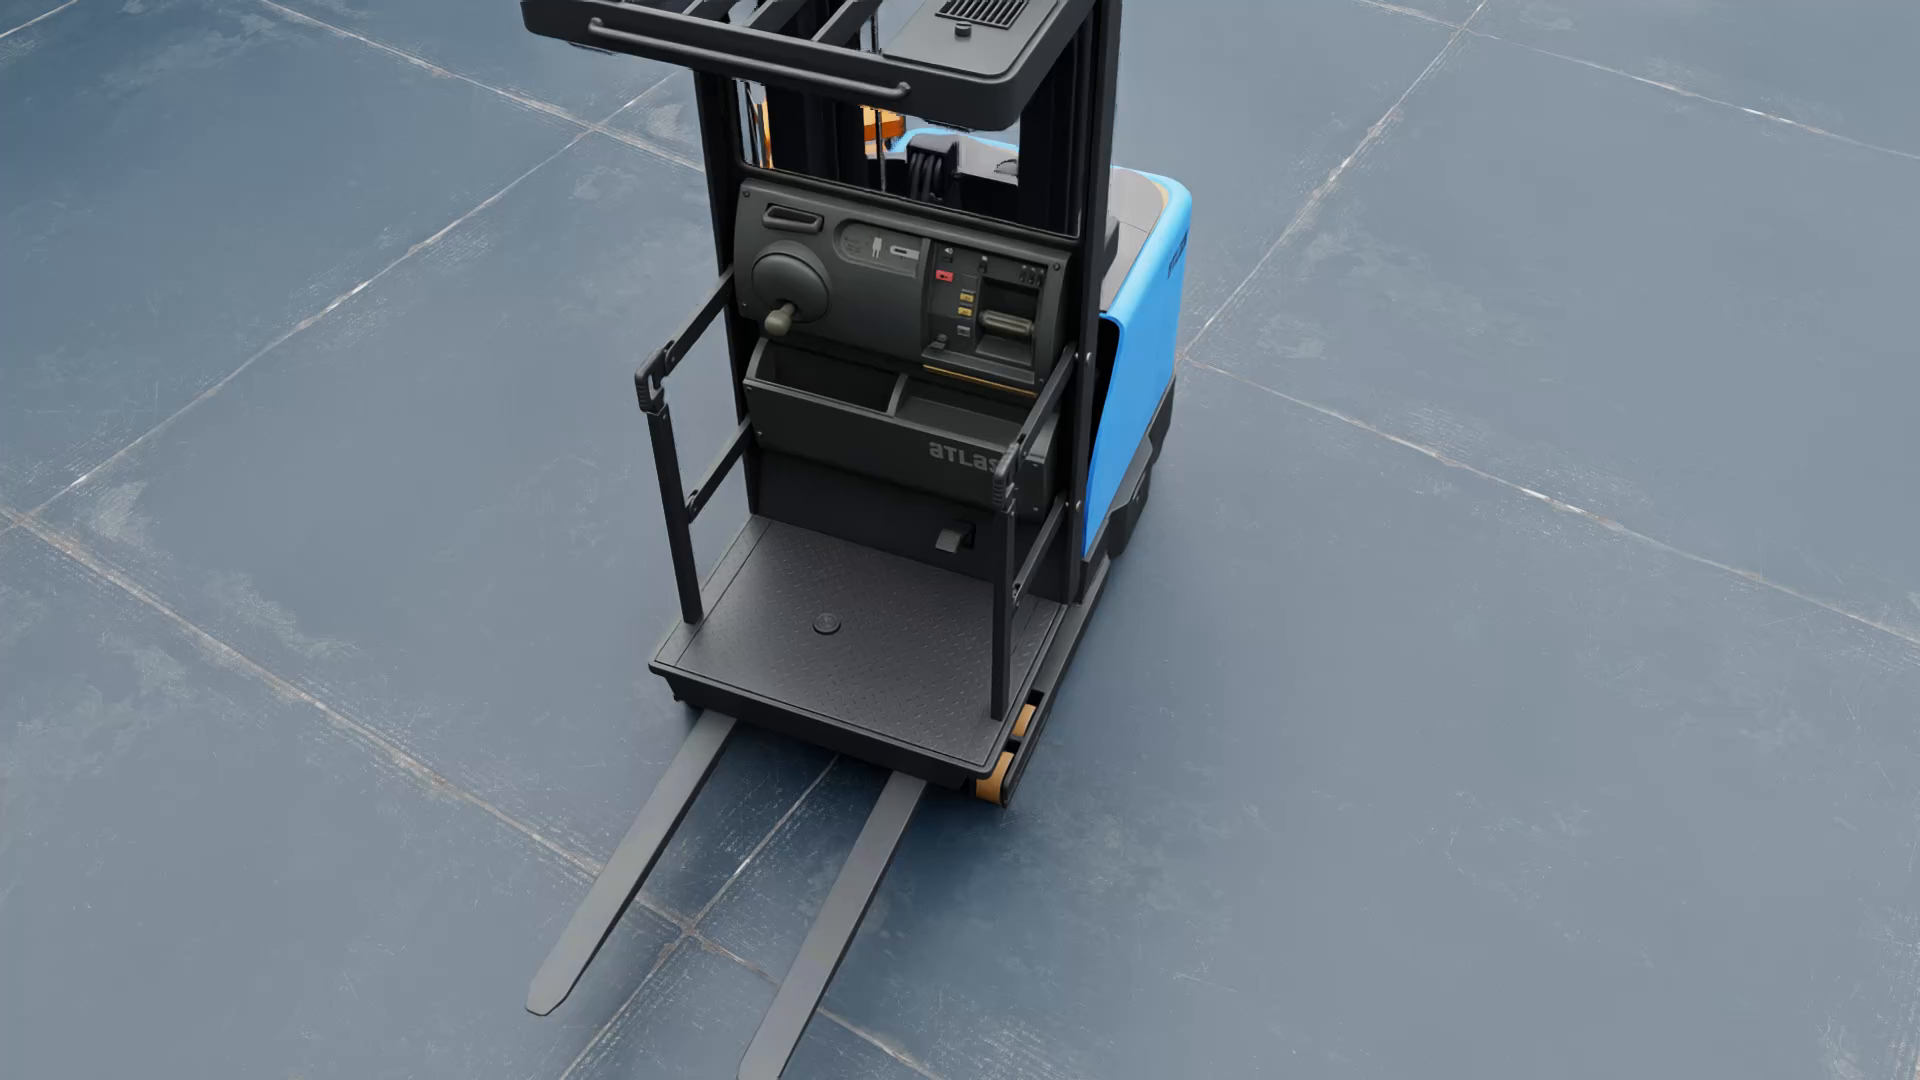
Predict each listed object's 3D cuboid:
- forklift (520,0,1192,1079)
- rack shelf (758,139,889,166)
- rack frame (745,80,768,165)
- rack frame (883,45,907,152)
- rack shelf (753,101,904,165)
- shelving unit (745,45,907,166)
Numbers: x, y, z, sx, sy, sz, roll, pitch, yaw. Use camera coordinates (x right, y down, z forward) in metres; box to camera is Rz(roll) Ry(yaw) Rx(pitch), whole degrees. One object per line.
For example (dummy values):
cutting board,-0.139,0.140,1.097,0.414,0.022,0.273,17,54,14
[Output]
forklift,-0.248,-0.582,4.272,1.130,2.935,3.031,16,48,15
rack shelf,-0.458,-1.263,5.922,0.480,0.148,0.258,-12,47,-12
rack frame,-0.691,-1.103,5.985,0.015,1.200,0.240,-12,47,-12
rack frame,-0.224,-1.205,6.084,0.015,1.200,0.240,-12,47,-12
rack shelf,-0.458,-1.428,5.753,0.480,0.148,0.258,-12,47,-12
shelving unit,-0.458,-1.154,6.034,0.503,1.200,0.258,-12,47,-12
